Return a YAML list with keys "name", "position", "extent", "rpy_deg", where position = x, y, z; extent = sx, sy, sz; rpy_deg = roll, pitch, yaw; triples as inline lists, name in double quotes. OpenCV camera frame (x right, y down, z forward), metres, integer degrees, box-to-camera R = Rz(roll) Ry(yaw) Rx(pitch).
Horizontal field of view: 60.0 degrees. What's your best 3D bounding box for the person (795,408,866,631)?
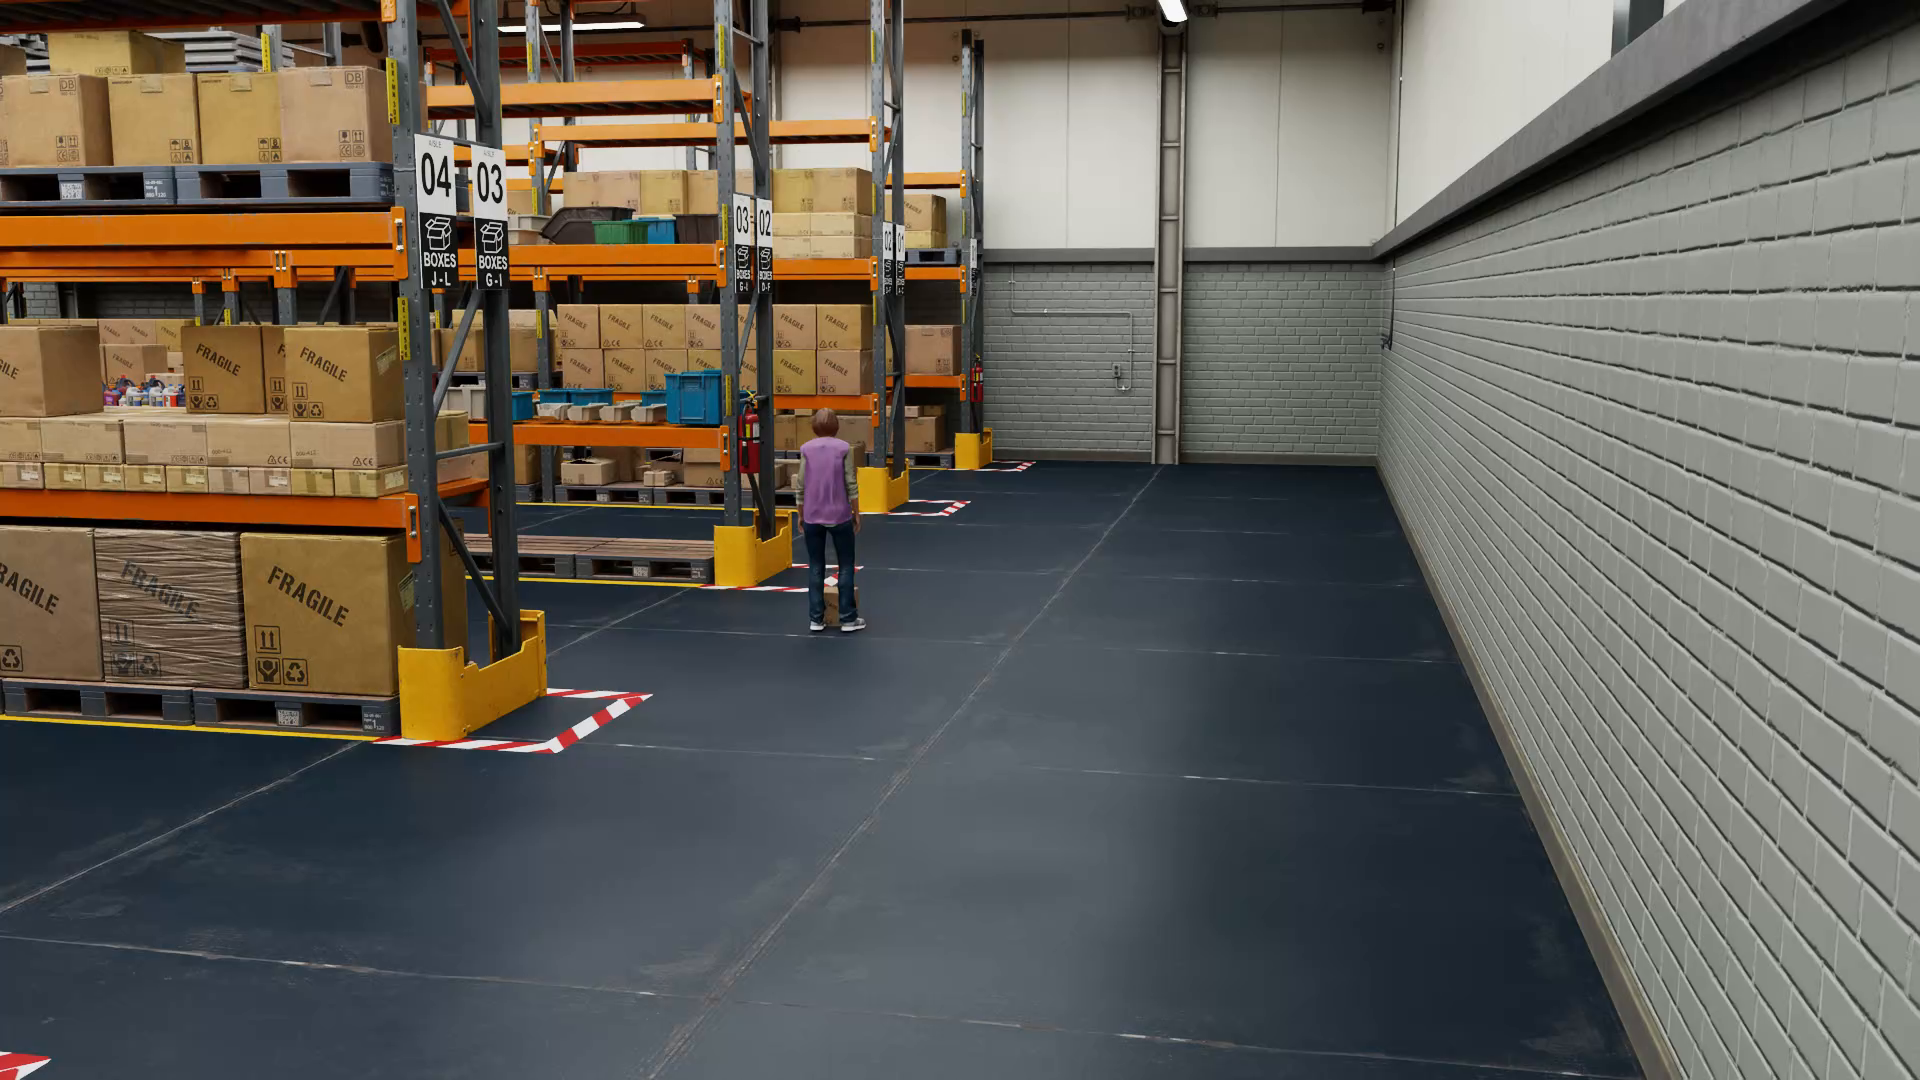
- name: "person"
  position: [-0.934, -0.141, 11.853]
  extent: [0.480, 1.591, 0.346]
  rpy_deg: [1, 8, 8]
